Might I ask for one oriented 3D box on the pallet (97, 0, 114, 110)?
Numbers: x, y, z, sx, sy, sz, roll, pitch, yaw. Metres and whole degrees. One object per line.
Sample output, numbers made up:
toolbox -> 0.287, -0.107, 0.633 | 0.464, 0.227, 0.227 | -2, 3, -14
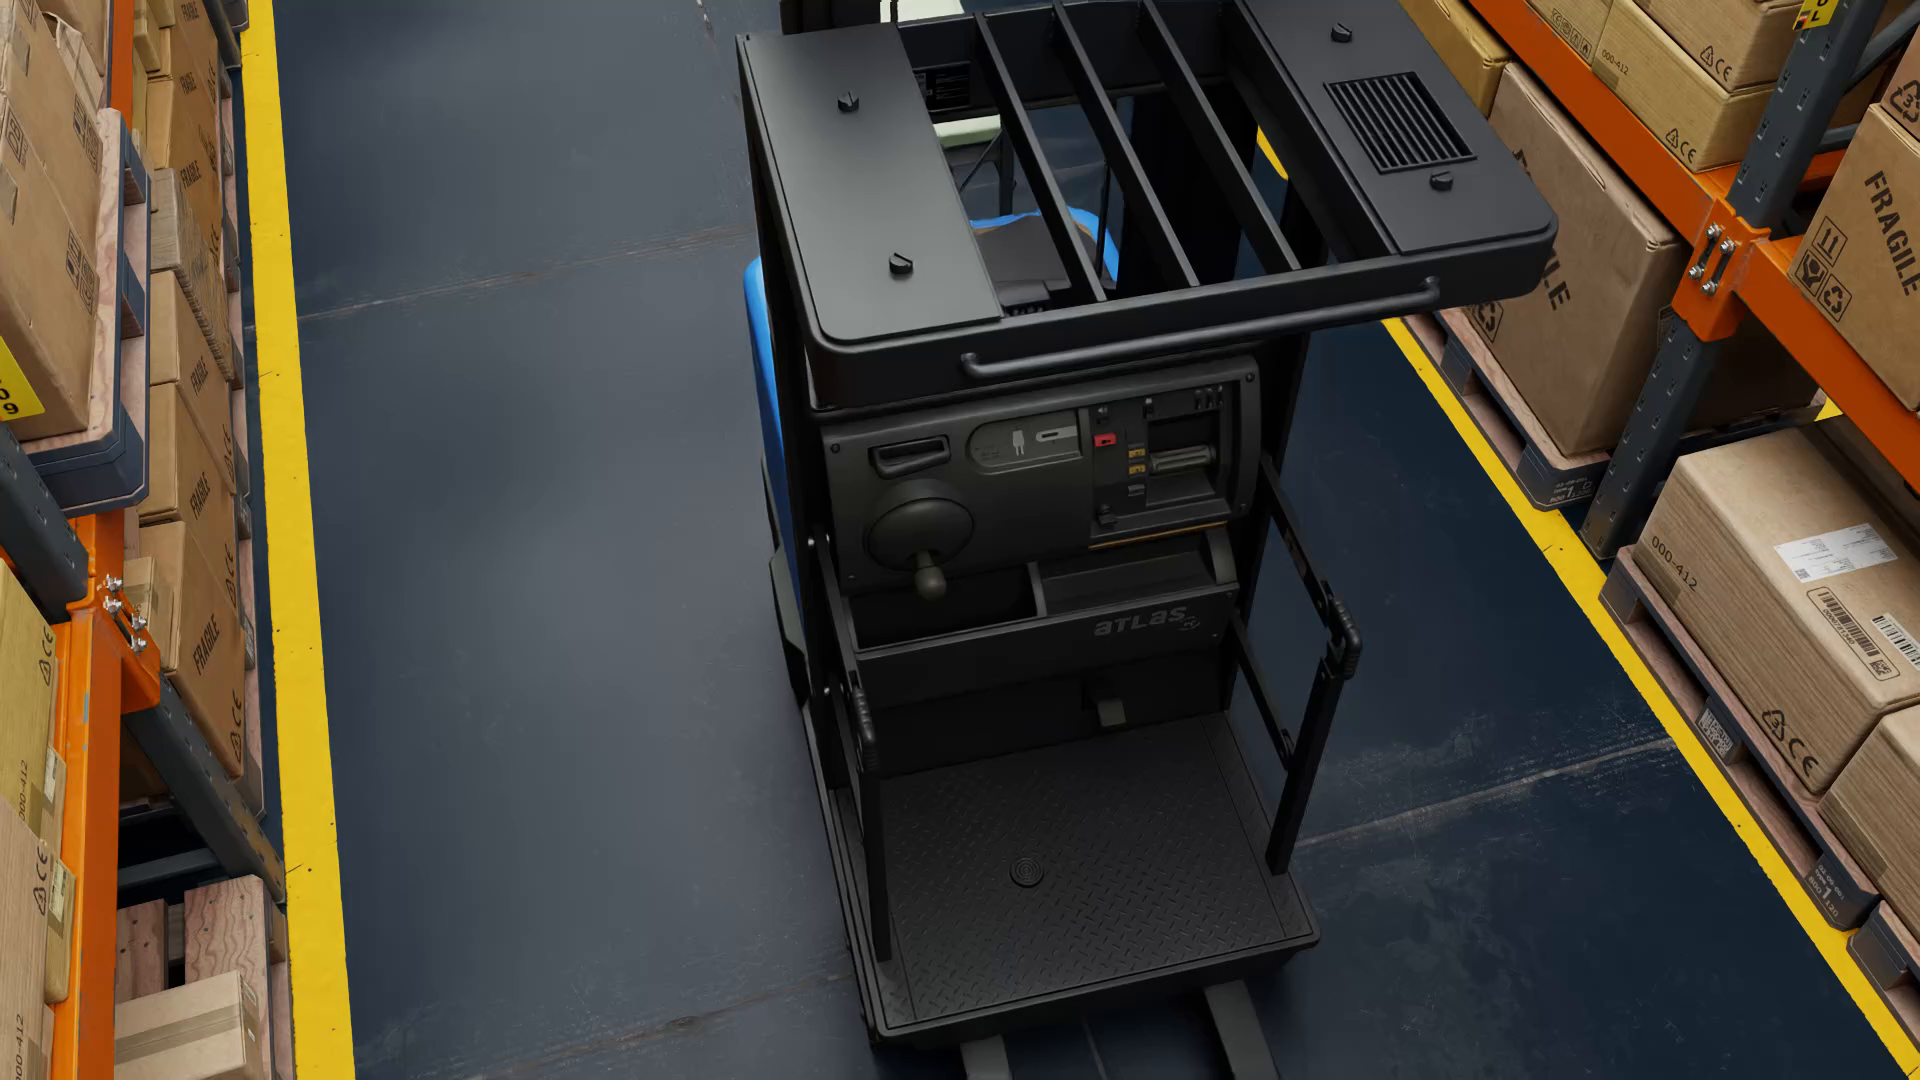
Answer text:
pallet -> -2.894, -1.369, 4.568 | 1.003, 0.211, 1.213 | -13, 51, -11

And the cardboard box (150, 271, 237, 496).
cardboard box -> -2.529, -0.414, 4.998 | 0.500, 0.500, 0.500 | -15, 51, -12

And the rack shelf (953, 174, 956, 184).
rack shelf -> -0.134, -0.783, 5.356 | 0.431, 0.370, 0.720 | -10, 51, -9

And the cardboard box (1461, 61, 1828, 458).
cardboard box -> 2.191, -0.939, 5.194 | 0.875, 0.875, 0.875 | -12, 51, -10

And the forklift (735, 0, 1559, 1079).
forklift -> 0.234, -0.019, 3.349 | 1.130, 2.935, 3.031 | -10, 51, -9

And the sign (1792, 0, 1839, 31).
sign -> 1.935, -1.271, 3.654 | 0.100, 0.325, 0.005 | -13, 51, -11

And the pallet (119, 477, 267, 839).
pallet -> -2.567, 0.385, 4.788 | 1.003, 0.211, 1.213 | -13, 51, -11

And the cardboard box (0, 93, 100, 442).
cardboard box -> -2.220, -0.500, 3.369 | 0.700, 0.500, 0.500 | -12, 51, -10

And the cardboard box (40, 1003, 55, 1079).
cardboard box -> -1.705, 0.896, 2.697 | 0.380, 0.149, 0.250 | -12, 51, -10

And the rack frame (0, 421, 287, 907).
rack frame -> -2.290, 0.072, 3.228 | 1.000, 3.000, 0.127 | -13, 51, -11

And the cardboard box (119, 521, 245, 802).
cardboard box -> -2.218, 0.338, 4.364 | 0.500, 0.500, 0.500 | -11, 51, -9

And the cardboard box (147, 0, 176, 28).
cardboard box -> -2.975, -1.893, 5.820 | 0.380, 0.149, 0.250 | -16, 52, -13

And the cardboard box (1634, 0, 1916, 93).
cardboard box -> 2.088, -1.433, 4.268 | 0.500, 0.250, 0.500 | -13, 51, -11

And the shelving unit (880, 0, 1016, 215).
shelving unit -> -0.134, -0.993, 5.107 | 0.431, 1.500, 0.755 | -10, 51, -9

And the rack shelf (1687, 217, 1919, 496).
rack shelf -> 3.042, 0.639, 3.220 | 1.077, 0.370, 4.000 | -13, 51, -11

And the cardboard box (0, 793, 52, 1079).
cardboard box -> -1.744, 0.703, 2.599 | 0.500, 0.250, 0.500 | -13, 51, -11

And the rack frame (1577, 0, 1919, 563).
rack frame -> 2.450, -1.053, 4.176 | 1.000, 3.000, 0.127 | -13, 51, -11

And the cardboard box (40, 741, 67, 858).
cardboard box -> -1.857, 0.514, 3.019 | 0.380, 0.149, 0.250 | -12, 51, -10

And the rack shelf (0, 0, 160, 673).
rack shelf -> -2.882, -1.157, 4.734 | 1.077, 0.370, 4.000 | -13, 51, -11

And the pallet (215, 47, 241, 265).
pallet -> -3.289, -1.397, 6.290 | 1.003, 0.211, 1.213 | -13, 51, -11

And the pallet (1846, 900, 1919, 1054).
pallet -> 2.965, 1.311, 4.007 | 1.003, 0.211, 1.213 | -13, 51, -11

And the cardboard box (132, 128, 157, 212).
cardboard box -> -2.720, -1.110, 5.160 | 0.380, 0.149, 0.250 | -16, 52, -13

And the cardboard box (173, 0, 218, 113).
cardboard box -> -3.143, -1.919, 6.266 | 0.500, 0.500, 0.500 | -12, 51, -10

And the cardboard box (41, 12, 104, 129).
cardboard box -> -2.335, -1.122, 4.047 | 0.396, 0.266, 0.258 | -11, 51, -9

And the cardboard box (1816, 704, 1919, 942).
cardboard box -> 2.799, 0.774, 4.037 | 0.875, 0.438, 0.875 | -15, 51, -12

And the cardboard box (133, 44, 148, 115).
cardboard box -> -2.904, -1.487, 5.478 | 0.380, 0.149, 0.250 | -12, 51, -10

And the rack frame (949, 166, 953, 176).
rack frame -> -0.219, -1.266, 5.336 | 0.400, 1.500, 0.023 | -10, 51, -9

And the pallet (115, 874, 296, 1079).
pallet -> -2.088, 1.472, 3.871 | 1.003, 0.211, 1.213 | -13, 51, -11

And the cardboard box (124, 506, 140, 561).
cardboard box -> -2.298, 0.026, 4.202 | 0.380, 0.149, 0.250 | -15, 51, -12

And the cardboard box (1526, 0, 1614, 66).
cardboard box -> 1.927, -1.648, 4.775 | 0.500, 0.250, 0.500 | -14, 51, -11

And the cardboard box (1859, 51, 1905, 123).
cardboard box -> 2.572, -1.386, 4.555 | 0.500, 0.250, 0.500 | -14, 51, -12

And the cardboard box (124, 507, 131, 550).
cardboard box -> -2.265, -0.064, 4.084 | 0.380, 0.149, 0.250 | -16, 52, -13

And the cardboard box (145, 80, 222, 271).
cardboard box -> -2.847, -1.170, 5.635 | 0.500, 0.500, 0.500 | -11, 51, -9

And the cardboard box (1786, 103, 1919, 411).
cardboard box -> 2.339, -0.684, 3.799 | 0.500, 0.500, 0.500 | -12, 51, -10
